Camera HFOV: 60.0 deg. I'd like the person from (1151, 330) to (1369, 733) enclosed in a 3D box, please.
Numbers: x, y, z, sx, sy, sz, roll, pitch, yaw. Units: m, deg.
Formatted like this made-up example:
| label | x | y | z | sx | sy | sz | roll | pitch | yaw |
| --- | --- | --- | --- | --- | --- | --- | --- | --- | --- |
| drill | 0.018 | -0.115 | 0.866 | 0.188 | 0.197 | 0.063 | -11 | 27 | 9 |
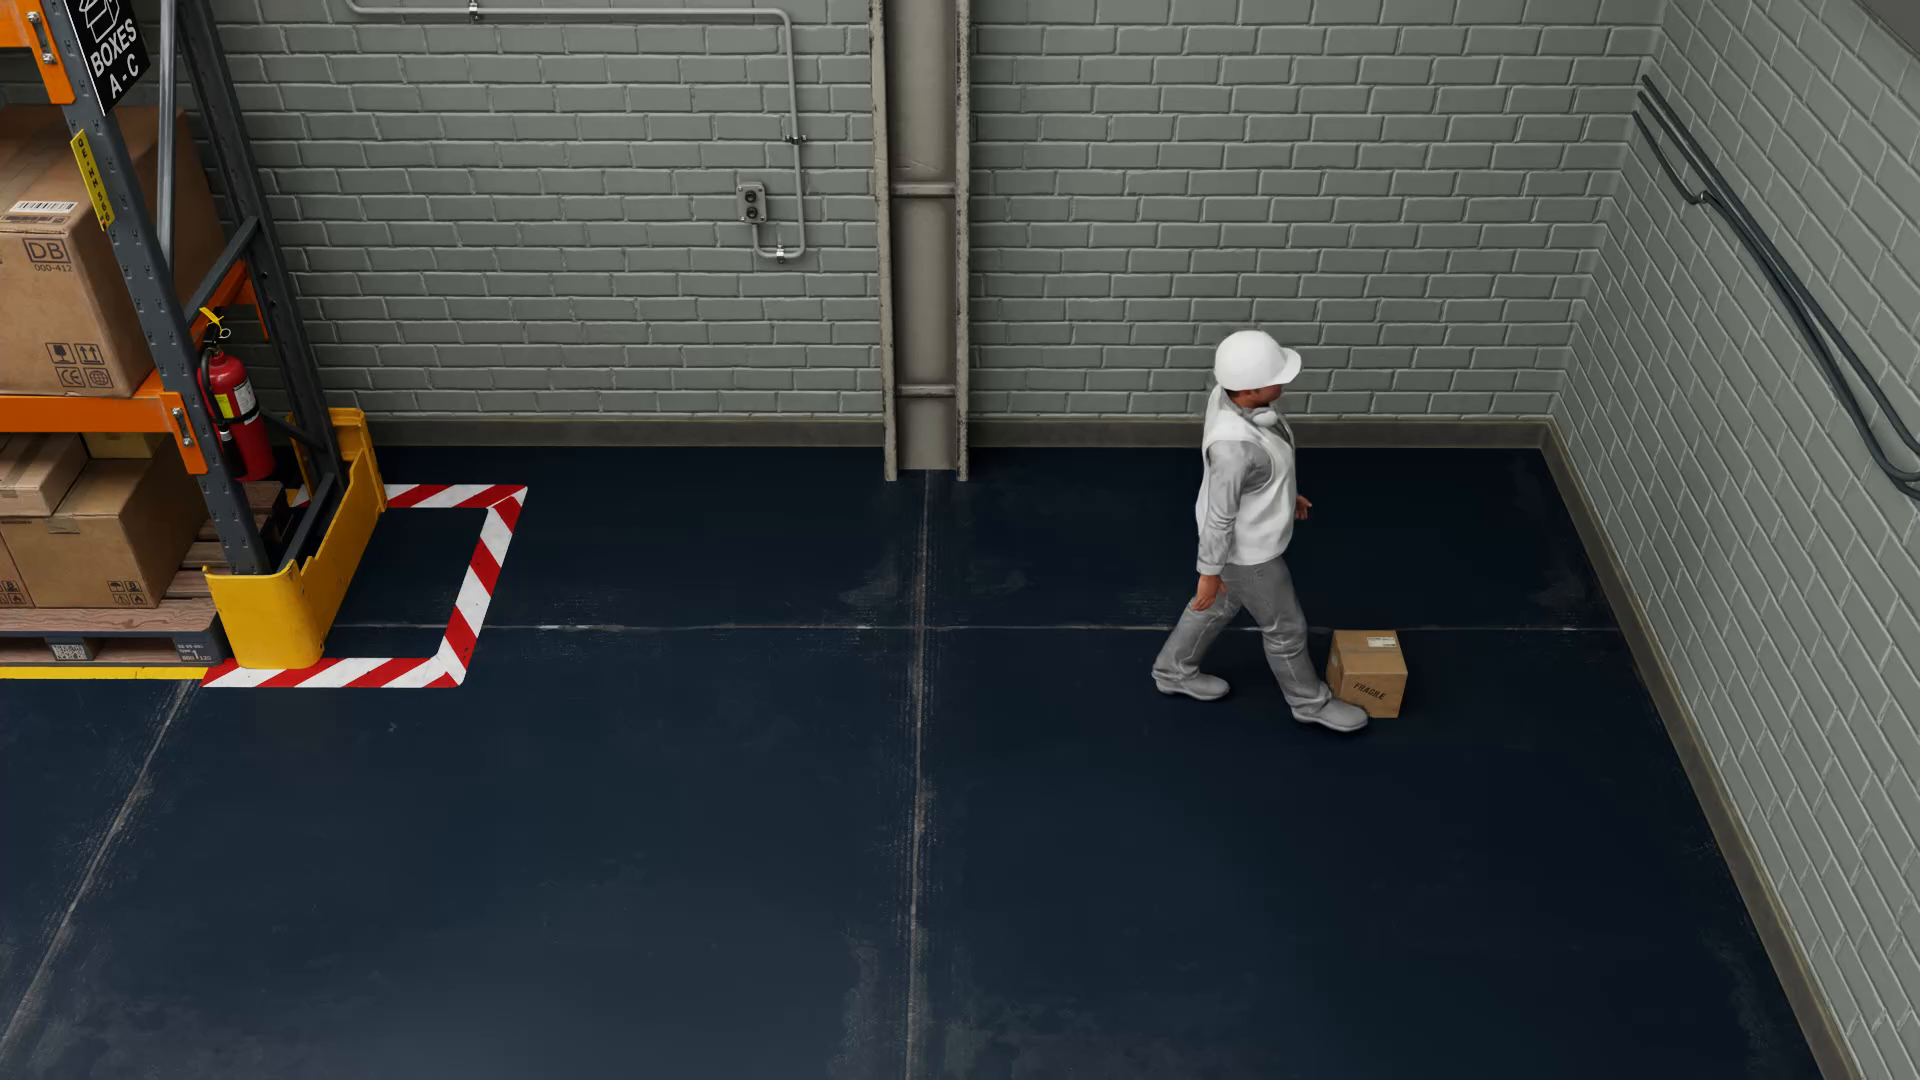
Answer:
| label | x | y | z | sx | sy | sz | roll | pitch | yaw |
| --- | --- | --- | --- | --- | --- | --- | --- | --- | --- |
| person | 1.195 | -0.038 | 6.179 | 0.849 | 1.749 | 0.587 | 2 | 39 | 2 |
